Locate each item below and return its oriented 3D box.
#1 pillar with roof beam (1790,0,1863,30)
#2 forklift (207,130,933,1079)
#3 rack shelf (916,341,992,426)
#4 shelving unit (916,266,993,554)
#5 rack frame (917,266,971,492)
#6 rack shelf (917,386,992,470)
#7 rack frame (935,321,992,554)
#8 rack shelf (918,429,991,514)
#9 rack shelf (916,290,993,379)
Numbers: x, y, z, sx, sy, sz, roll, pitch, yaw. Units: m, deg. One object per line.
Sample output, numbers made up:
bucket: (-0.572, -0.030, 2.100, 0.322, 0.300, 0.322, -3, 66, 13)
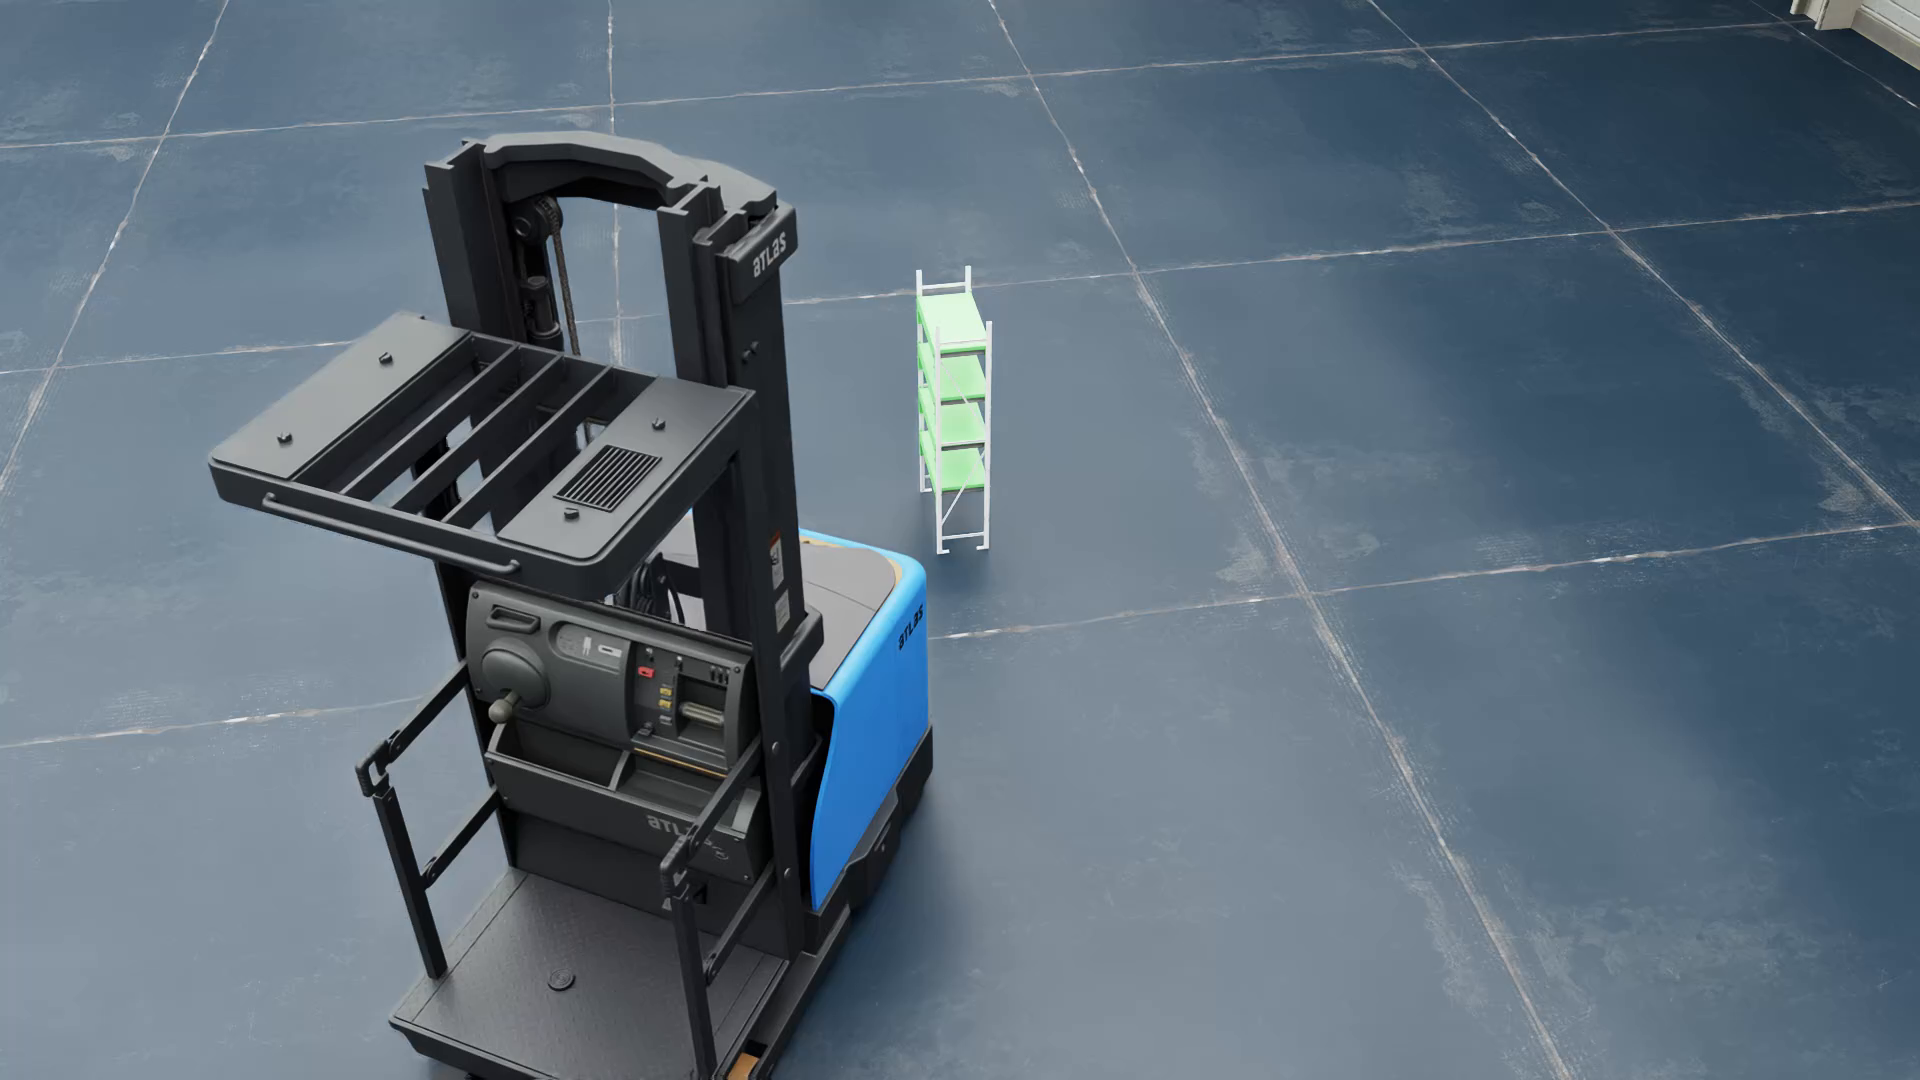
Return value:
pillar with roof beam: (2.487, -7.152, 9.621, 9.100, 9.000, 0.400, -6, 38, -8)
forklift: (-1.128, 0.485, 4.736, 1.130, 2.935, 3.031, 14, 40, 17)
rack shelf: (-0.029, -0.713, 7.403, 0.258, 0.148, 0.480, -6, 38, -8)
shelving unit: (-0.029, -0.574, 7.511, 0.258, 1.200, 0.503, -6, 38, -8)
rack frame: (-0.072, -0.721, 7.700, 0.240, 1.200, 0.015, -6, 38, -8)
rack shelf: (-0.029, -0.523, 7.550, 0.258, 0.148, 0.480, -6, 38, -8)
rack frame: (0.014, -0.426, 7.321, 0.240, 1.200, 0.015, -6, 38, -8)
rack shelf: (-0.029, -0.334, 7.697, 0.258, 0.148, 0.480, -6, 38, -8)
rack shelf: (-0.029, -0.902, 7.255, 0.258, 0.148, 0.480, -6, 38, -8)
